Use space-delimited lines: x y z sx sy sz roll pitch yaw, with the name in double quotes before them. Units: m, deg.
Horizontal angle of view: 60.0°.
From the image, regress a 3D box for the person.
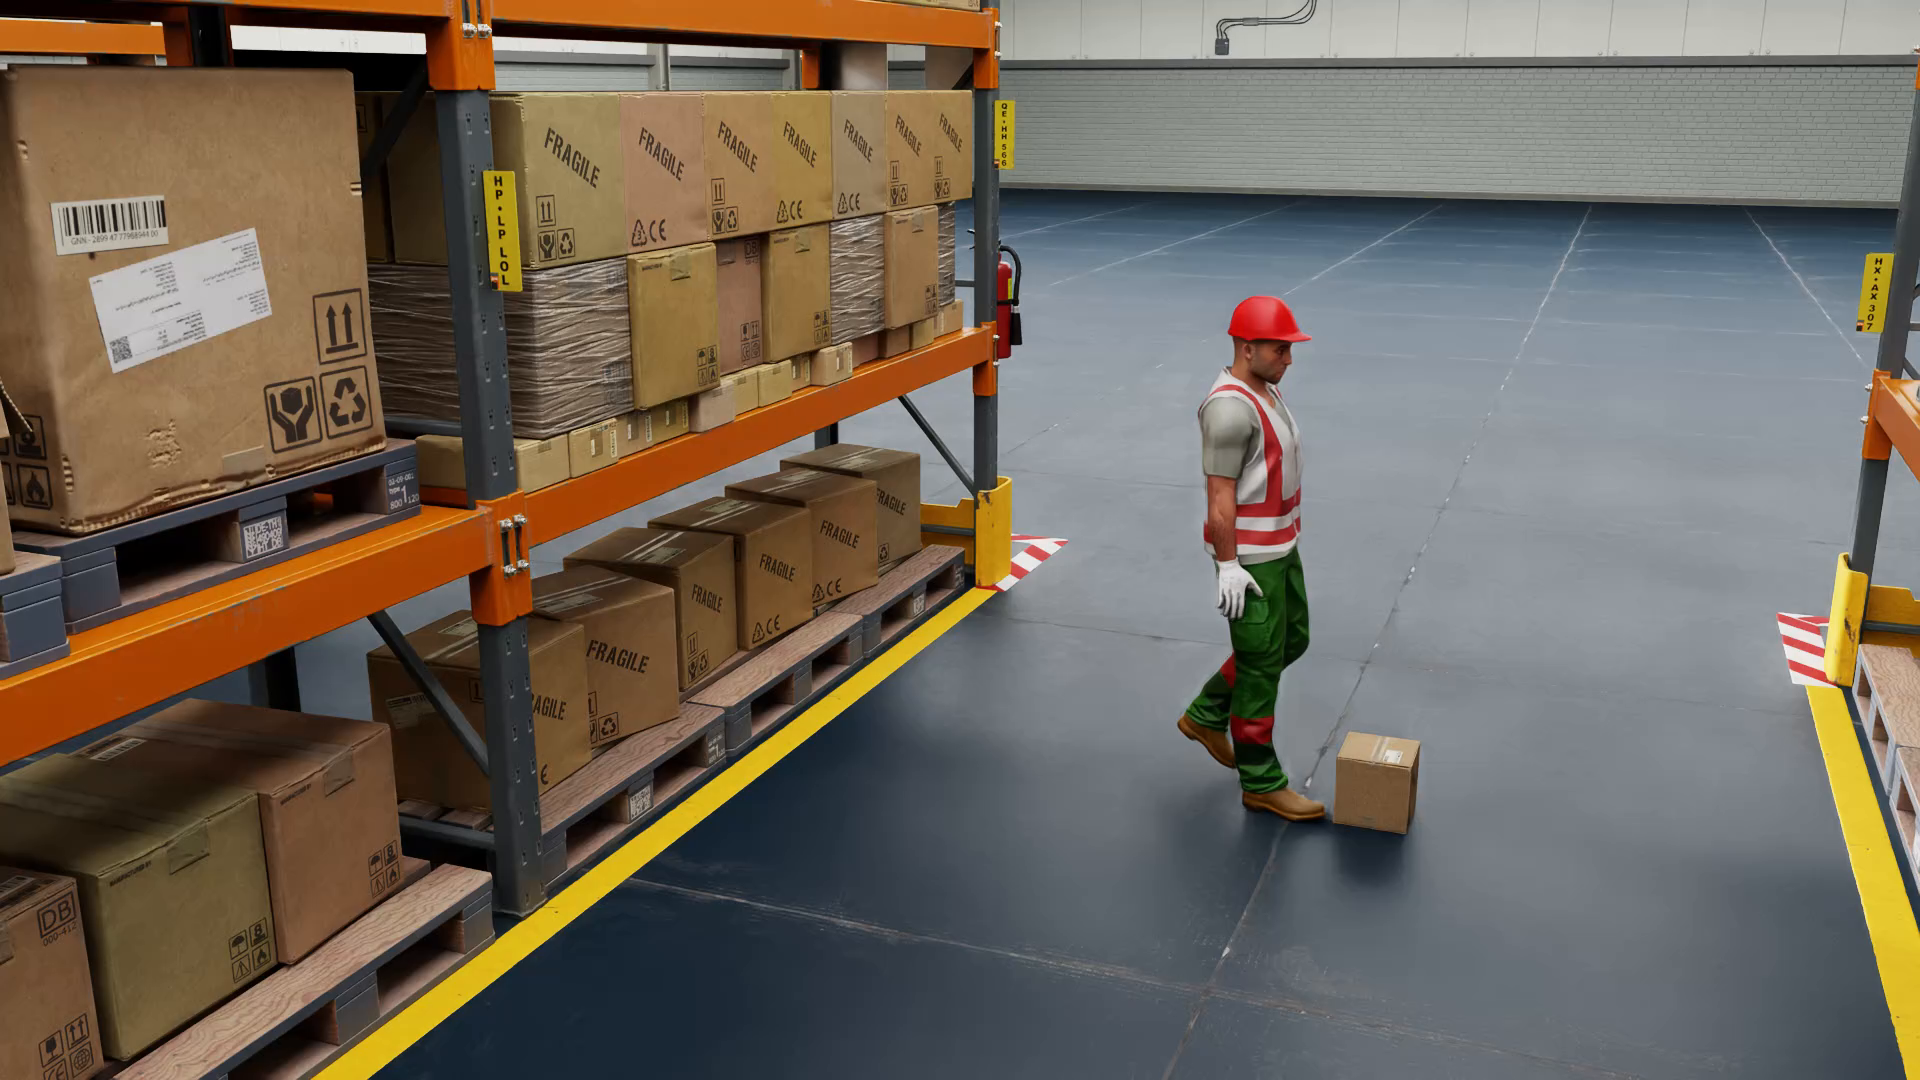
"person" 1.037 0.050 5.761 0.601 1.791 0.576 6 16 21
